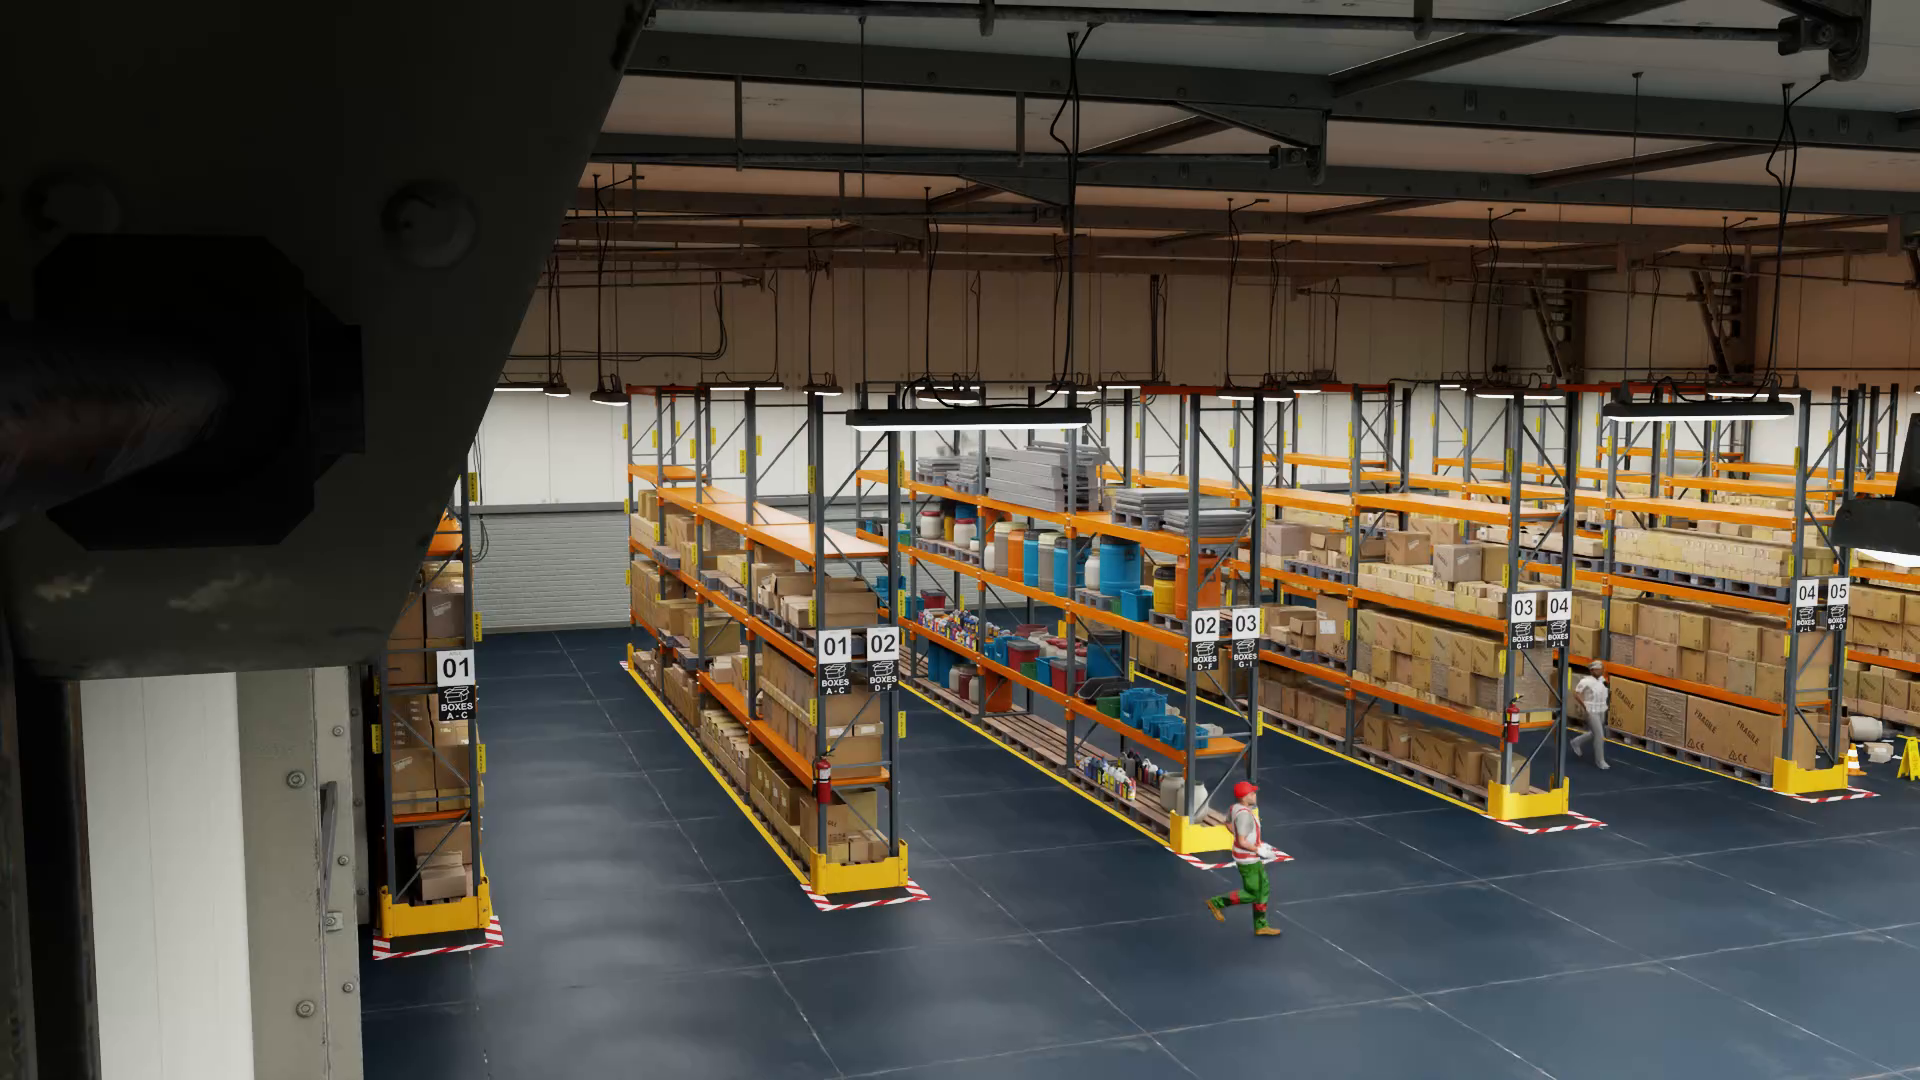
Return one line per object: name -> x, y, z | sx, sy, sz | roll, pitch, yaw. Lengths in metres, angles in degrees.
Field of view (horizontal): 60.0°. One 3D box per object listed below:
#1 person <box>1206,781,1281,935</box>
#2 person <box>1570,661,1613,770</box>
person -> 3.177, 3.550, 18.584 | 0.848, 1.748, 0.669 | 0, 6, 4
person -> 10.129, 2.751, 26.611 | 0.571, 1.710, 0.843 | -3, 7, -25
